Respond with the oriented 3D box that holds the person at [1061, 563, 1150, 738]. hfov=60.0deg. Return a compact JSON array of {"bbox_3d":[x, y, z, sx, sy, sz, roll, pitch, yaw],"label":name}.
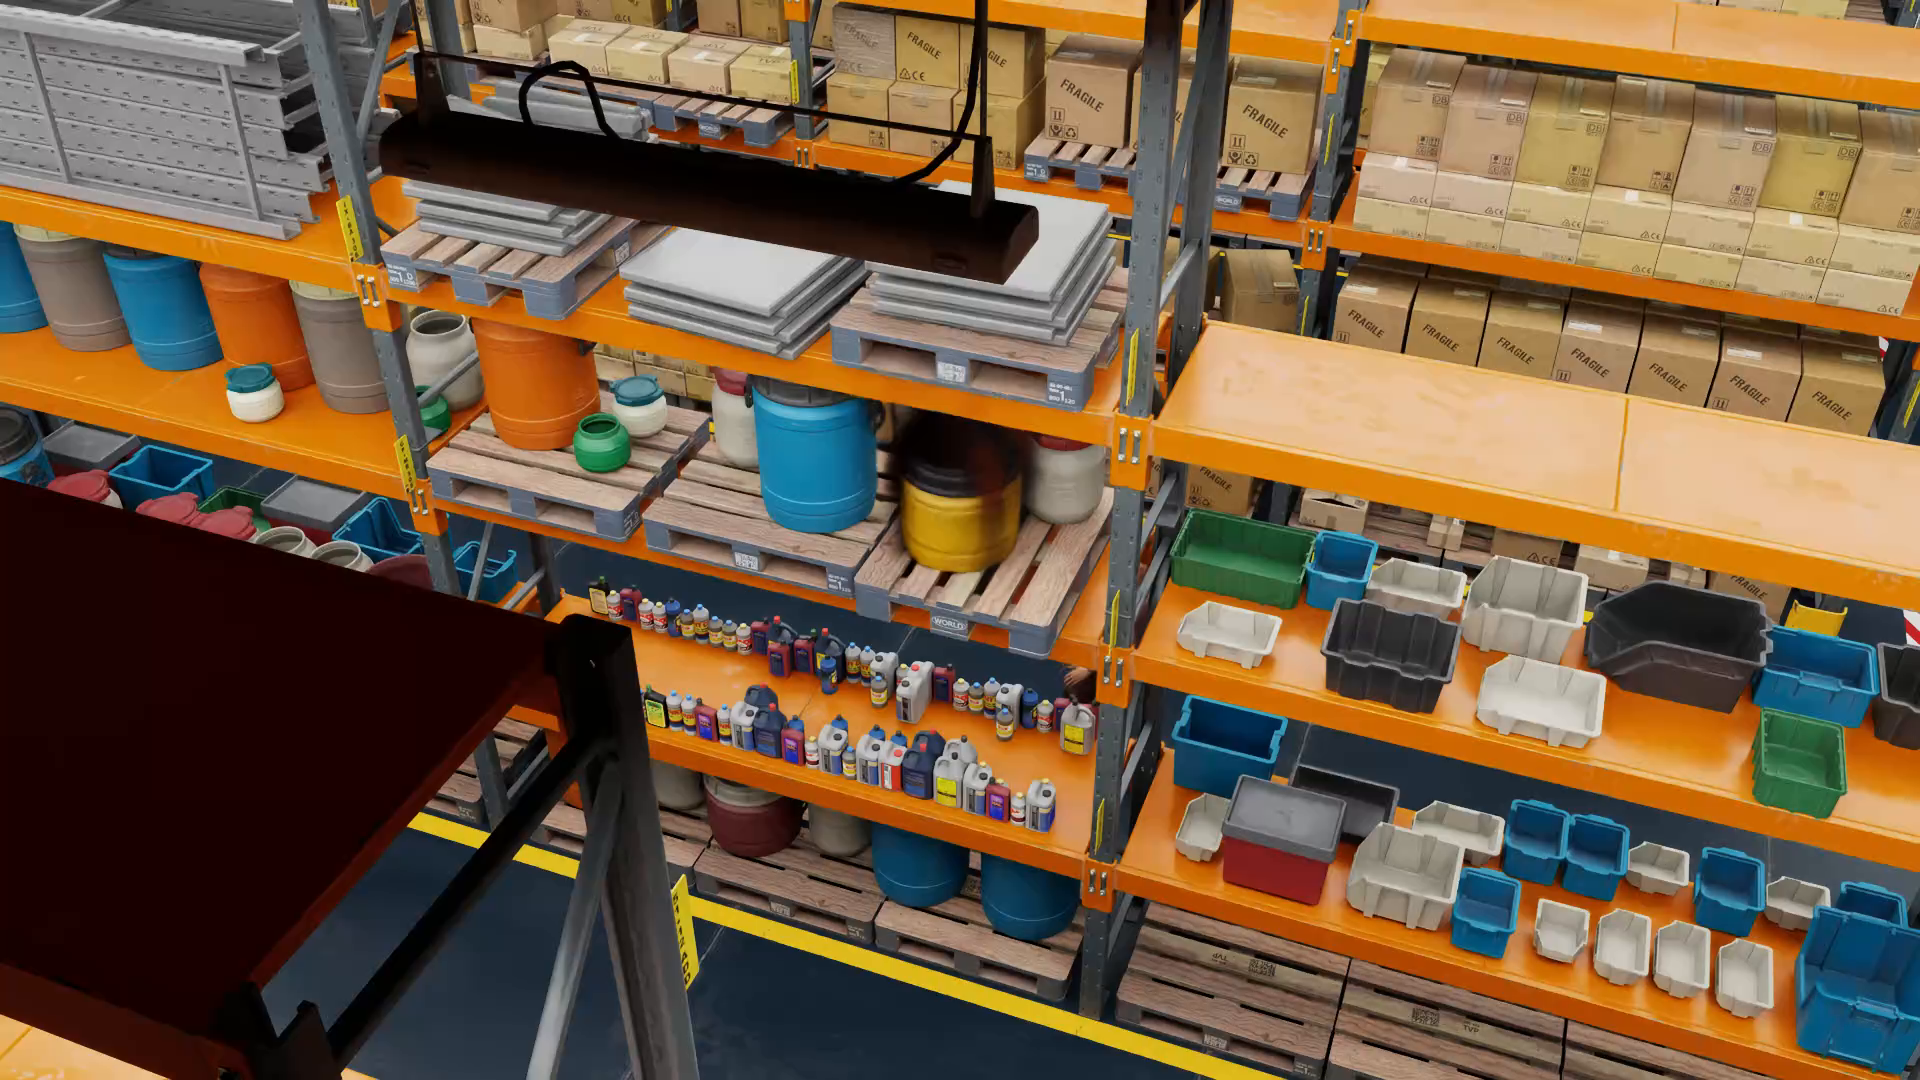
[{"bbox_3d":[0.869,0.811,10.722,0.783,1.742,0.609,-7,37,-9],"label":"person"}]
